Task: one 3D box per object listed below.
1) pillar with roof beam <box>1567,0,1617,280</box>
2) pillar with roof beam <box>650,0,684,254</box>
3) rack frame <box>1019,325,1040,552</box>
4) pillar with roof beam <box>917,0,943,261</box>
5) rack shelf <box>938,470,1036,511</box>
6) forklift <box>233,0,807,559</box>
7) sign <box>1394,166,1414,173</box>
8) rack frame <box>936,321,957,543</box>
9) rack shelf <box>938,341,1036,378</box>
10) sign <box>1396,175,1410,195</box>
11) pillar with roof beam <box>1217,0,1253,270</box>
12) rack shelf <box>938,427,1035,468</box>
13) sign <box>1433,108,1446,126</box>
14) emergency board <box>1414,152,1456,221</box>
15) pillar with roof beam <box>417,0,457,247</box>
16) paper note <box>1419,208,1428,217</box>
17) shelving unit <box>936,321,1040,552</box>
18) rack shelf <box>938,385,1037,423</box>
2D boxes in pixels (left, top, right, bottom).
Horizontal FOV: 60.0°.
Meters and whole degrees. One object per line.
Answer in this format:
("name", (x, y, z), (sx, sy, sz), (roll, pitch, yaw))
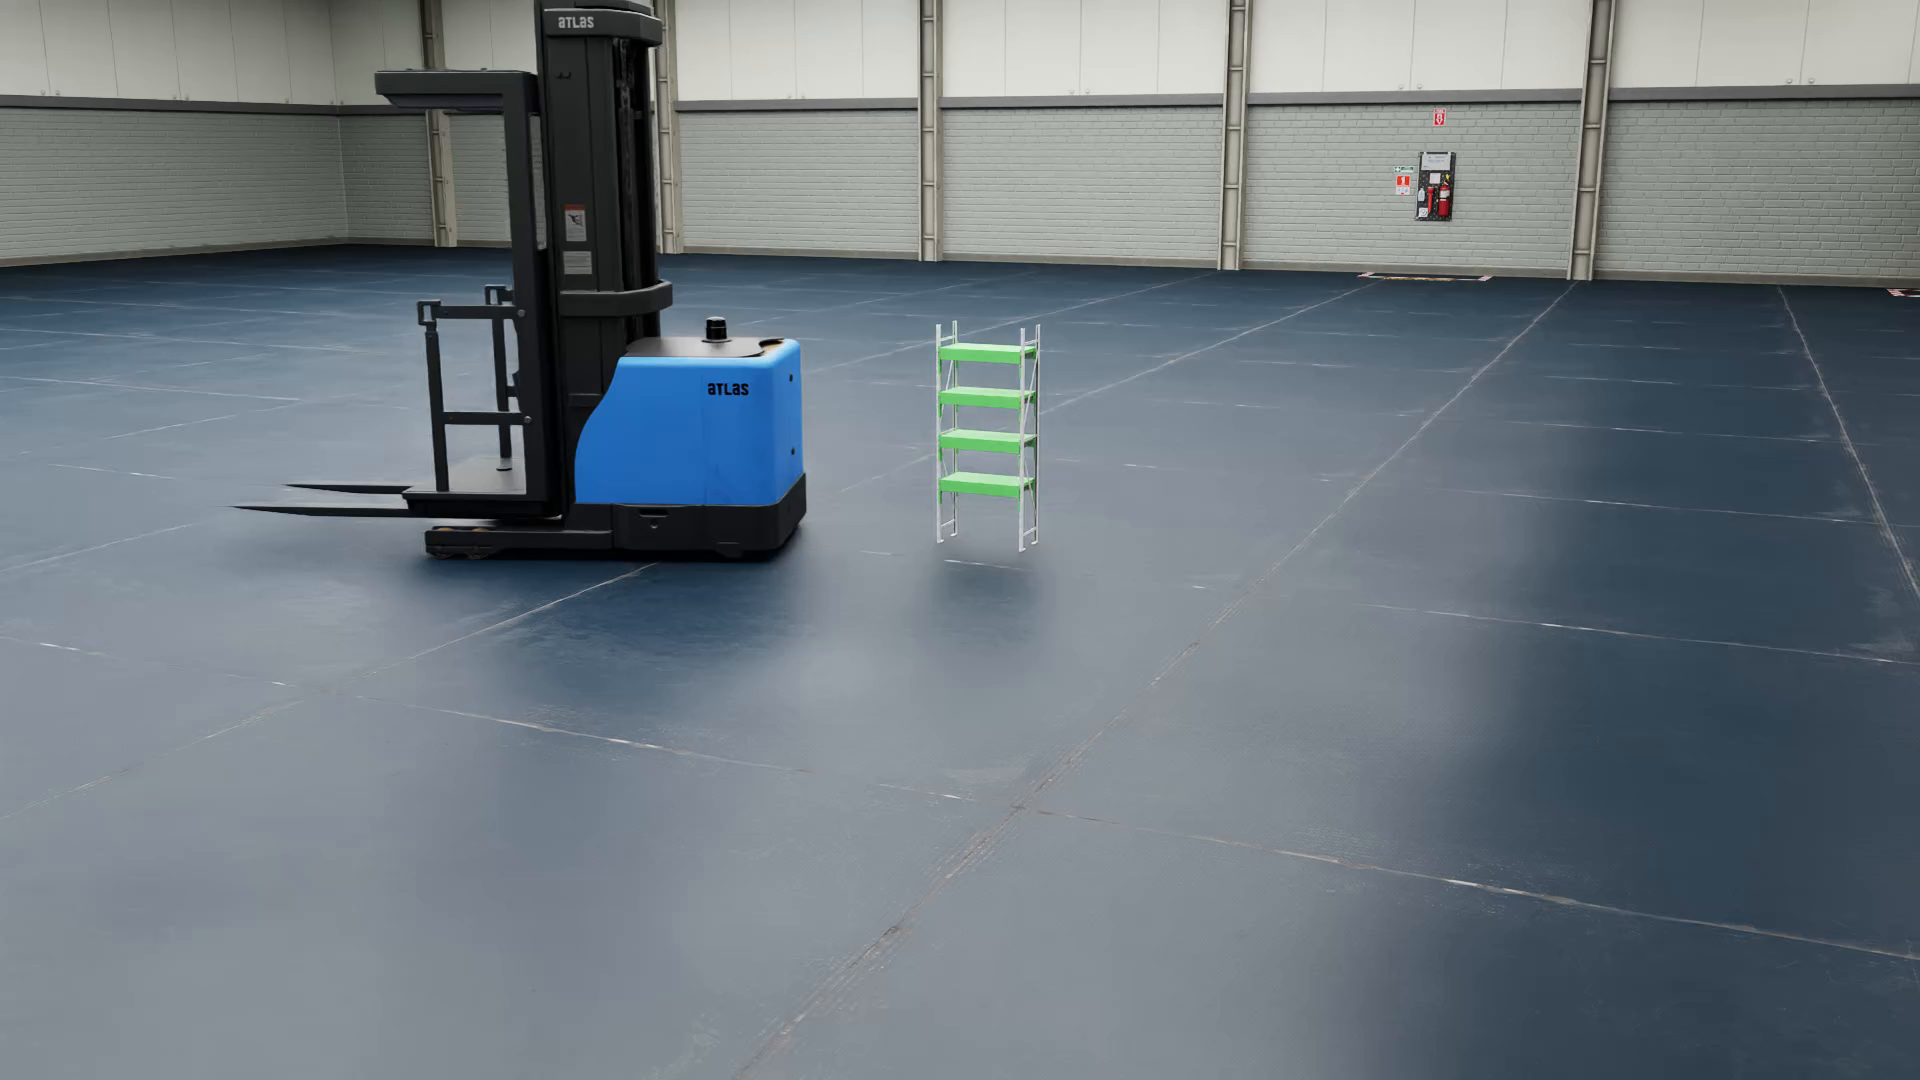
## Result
("pillar with roof beam", (8.658, -7.858, 23.044), (0.400, 9.000, 9.100), (6, 14, 23))
("pillar with roof beam", (-7.799, -9.523, 30.141), (0.400, 9.000, 9.100), (6, 14, 23))
("rack frame", (0.374, -0.546, 8.956), (0.015, 1.200, 0.240), (6, 14, 23))
("pillar with roof beam", (-2.313, -8.968, 27.775), (0.400, 9.000, 9.100), (6, 14, 23))
("rack shelf", (0.151, -0.273, 9.122), (0.480, 0.148, 0.258), (6, 14, 23))
("forklift", (-2.430, -1.443, 8.991), (3.031, 2.935, 1.130), (1, 13, 4))
("sign", (7.695, -6.419, 28.805), (0.331, 0.109, 0.001), (6, 14, 23))
("rack frame", (-0.072, -0.591, 9.149), (0.015, 1.200, 0.240), (6, 14, 23))
("rack shelf", (0.151, -0.974, 8.957), (0.480, 0.148, 0.258), (6, 14, 23))
("sign", (7.694, -6.163, 28.875), (0.234, 0.329, 0.001), (6, 14, 23))
("pillar with roof beam", (3.172, -8.413, 25.410), (0.400, 9.000, 9.100), (6, 14, 23))
("rack shelf", (0.151, -0.507, 9.067), (0.480, 0.148, 0.258), (6, 14, 23))
("sign", (8.191, -7.223, 28.396), (0.199, 0.298, 0.001), (6, 14, 23))
("emergency board", (8.158, -6.073, 28.569), (0.643, 1.169, 0.194), (6, 14, 23))
("pillar with roof beam", (-13.285, -10.078, 32.507), (0.400, 9.000, 9.100), (6, 14, 23))
("paper note", (8.024, -5.675, 28.801), (0.142, 0.148, 0.016), (6, 14, 23))
("shelving unit", (0.151, -0.569, 9.052), (0.503, 1.200, 0.258), (6, 14, 23))
("rack shelf", (0.151, -0.740, 9.012), (0.480, 0.148, 0.258), (6, 14, 23))
